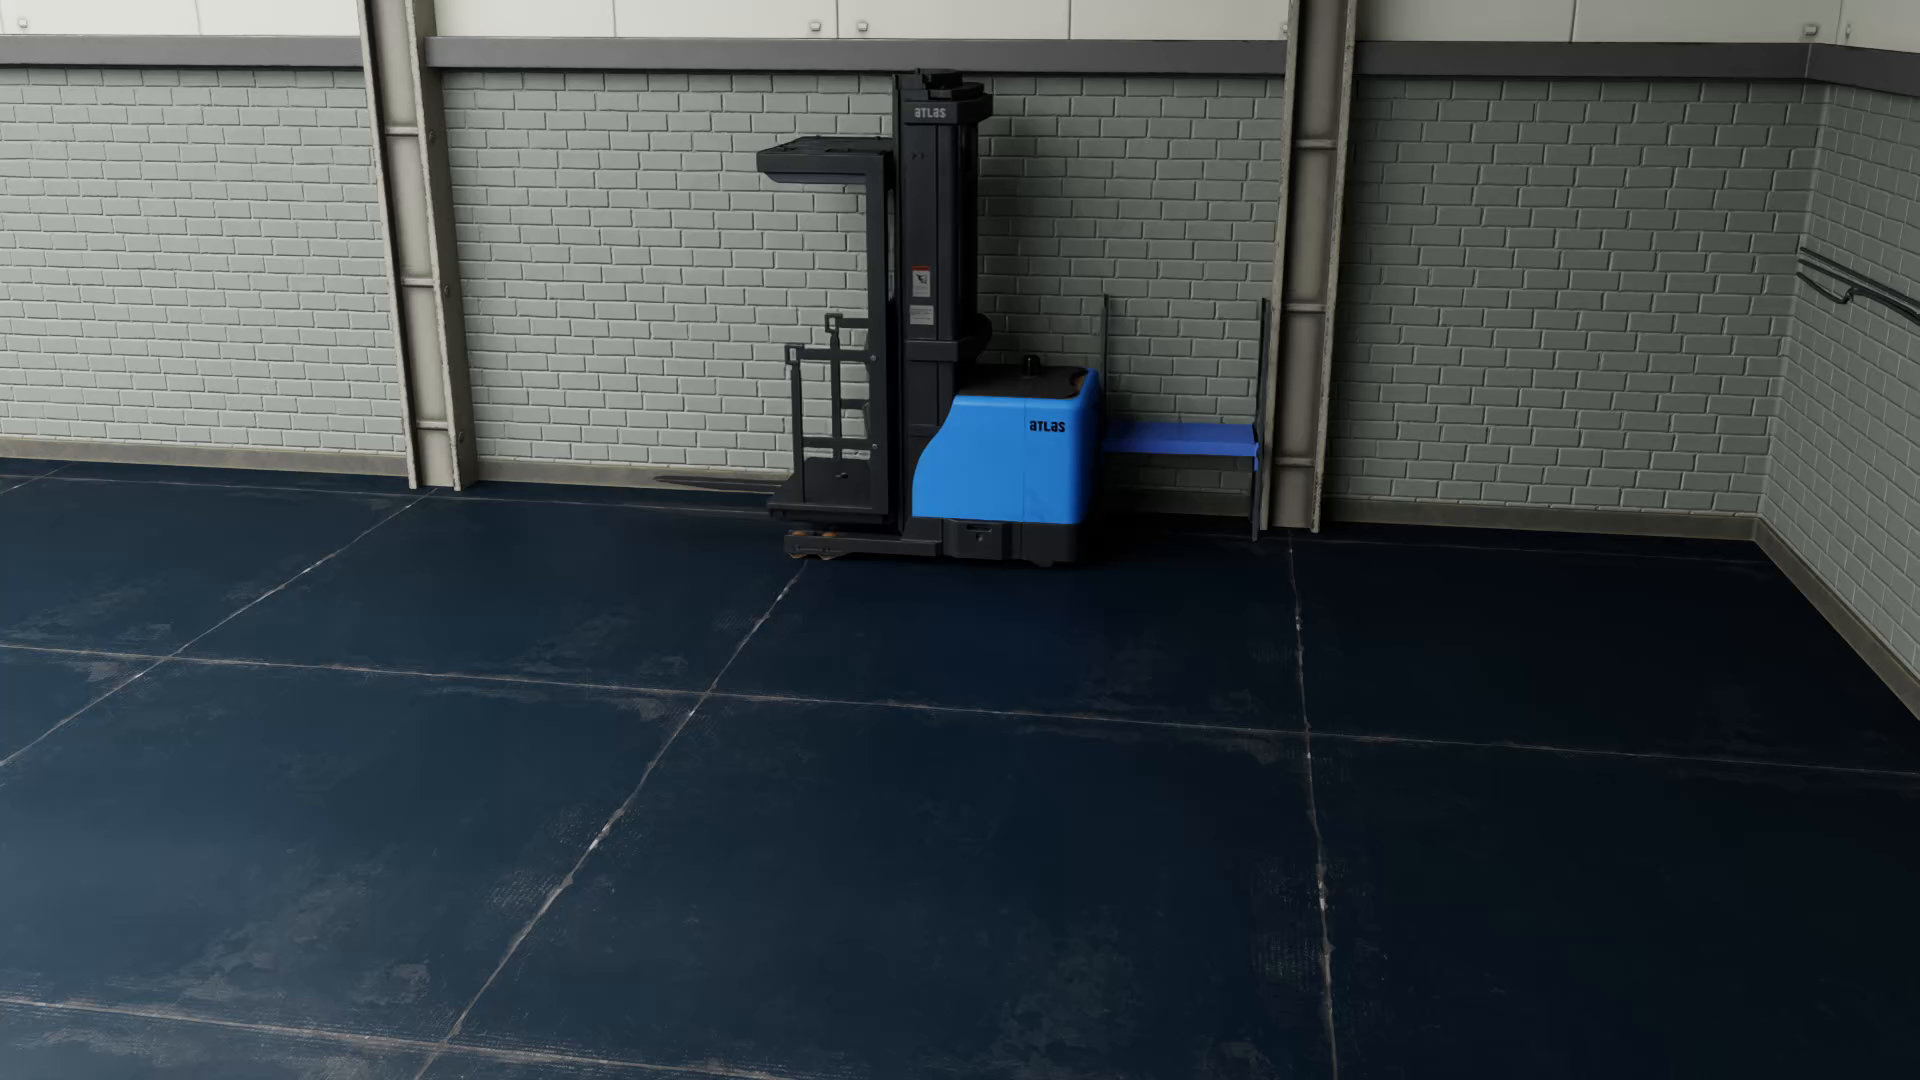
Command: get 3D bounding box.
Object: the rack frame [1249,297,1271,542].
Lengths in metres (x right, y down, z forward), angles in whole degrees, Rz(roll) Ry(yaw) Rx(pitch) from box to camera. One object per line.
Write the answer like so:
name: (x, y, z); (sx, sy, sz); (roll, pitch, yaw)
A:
rack frame: (1.940, -0.780, 10.770); (0.032, 1.500, 0.500); (2, 19, 7)

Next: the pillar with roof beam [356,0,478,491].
pillar with roof beam: (-4.409, -3.328, 6.568); (0.400, 9.000, 9.100); (3, 19, 9)

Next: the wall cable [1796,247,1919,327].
wall cable: (4.897, -2.340, 8.508); (0.112, 2.526, 3.097); (3, 19, 9)

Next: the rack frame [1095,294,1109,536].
rack frame: (0.931, -0.819, 10.886); (0.032, 1.500, 0.500); (2, 19, 7)

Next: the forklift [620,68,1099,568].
forklift: (-0.654, -1.426, 10.445); (3.031, 2.935, 1.130); (3, 19, 9)

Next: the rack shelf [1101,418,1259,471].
rack shelf: (1.435, -0.629, 10.885); (1.000, 0.185, 0.538); (2, 19, 7)

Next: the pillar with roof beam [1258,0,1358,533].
pillar with roof beam: (1.515, -3.026, 5.666); (0.400, 9.000, 9.100); (3, 19, 9)

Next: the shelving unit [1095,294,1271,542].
shelving unit: (1.435, -0.800, 10.828); (1.048, 1.500, 0.538); (2, 19, 7)
